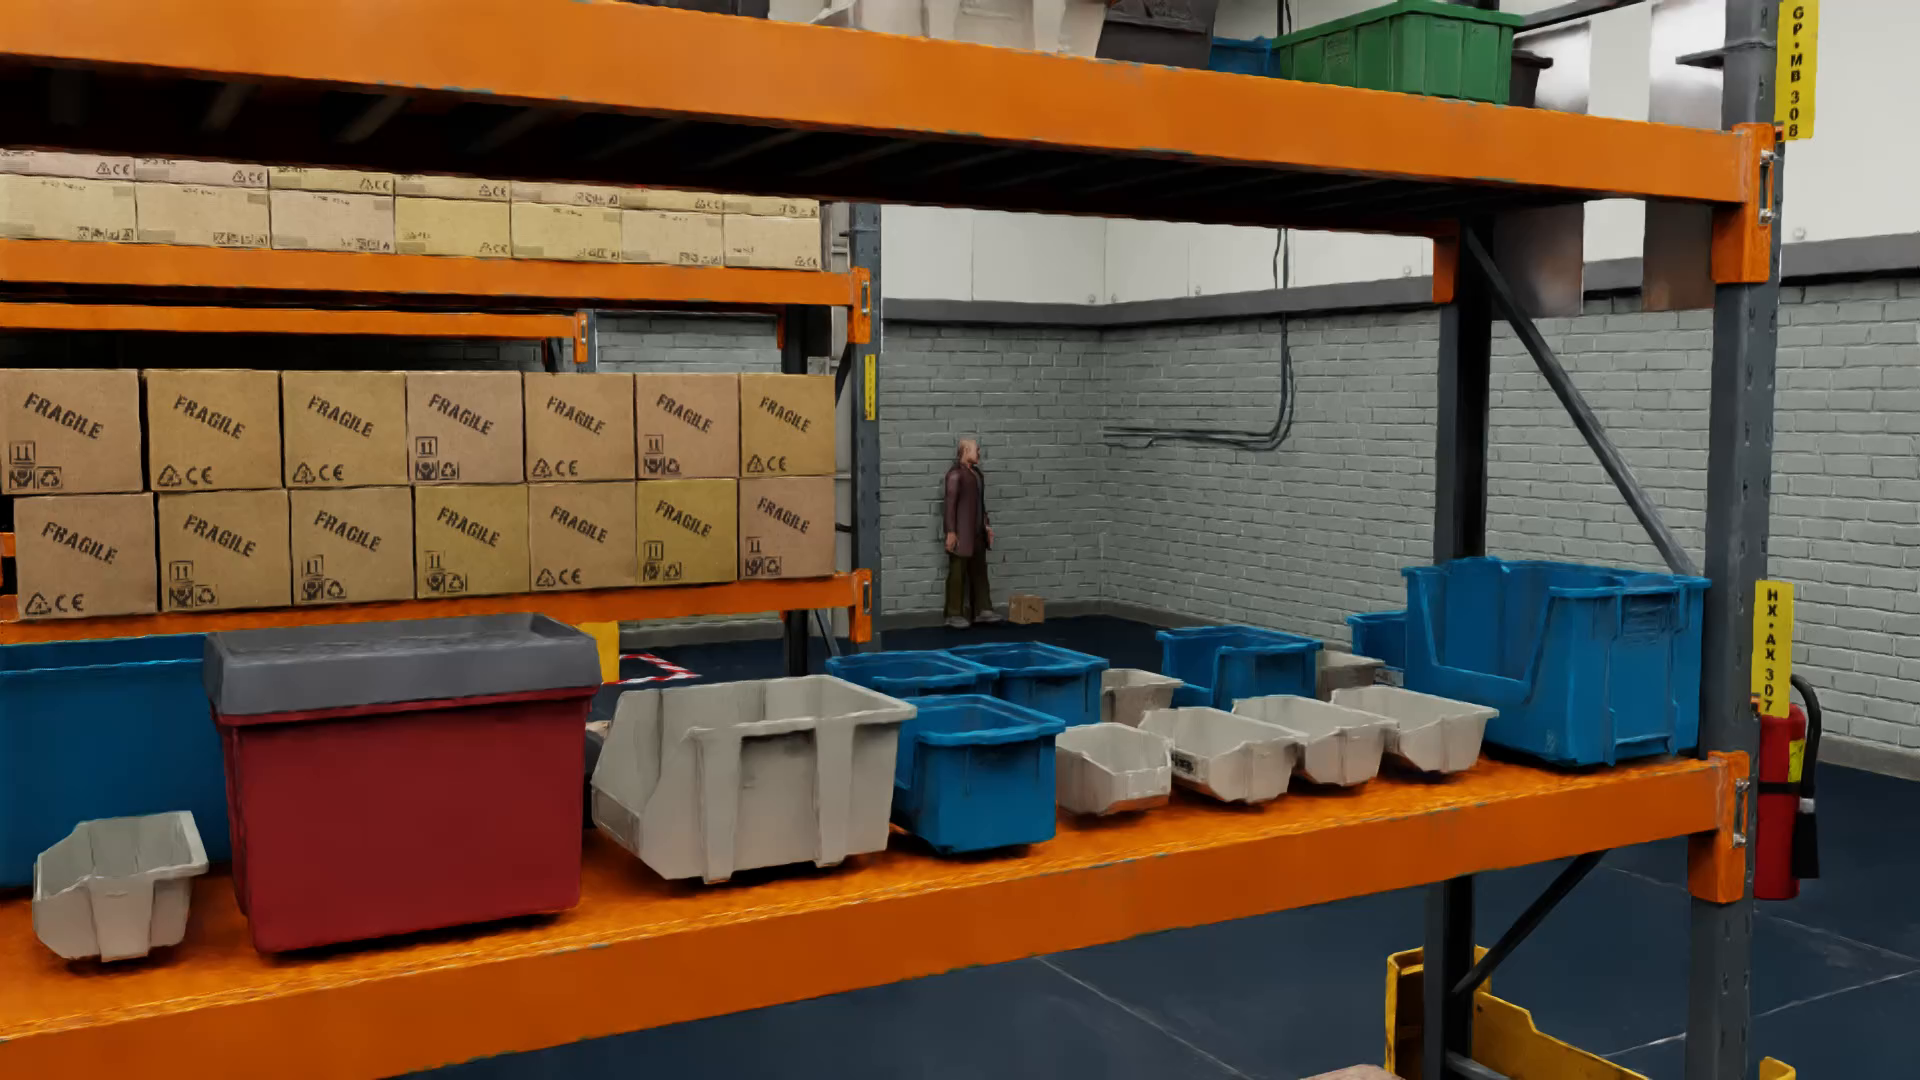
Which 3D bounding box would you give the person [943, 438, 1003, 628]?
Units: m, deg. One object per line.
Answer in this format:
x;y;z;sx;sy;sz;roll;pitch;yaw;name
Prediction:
0.126;-0.072;15.723;0.535;1.787;0.634;3;5;27;person
